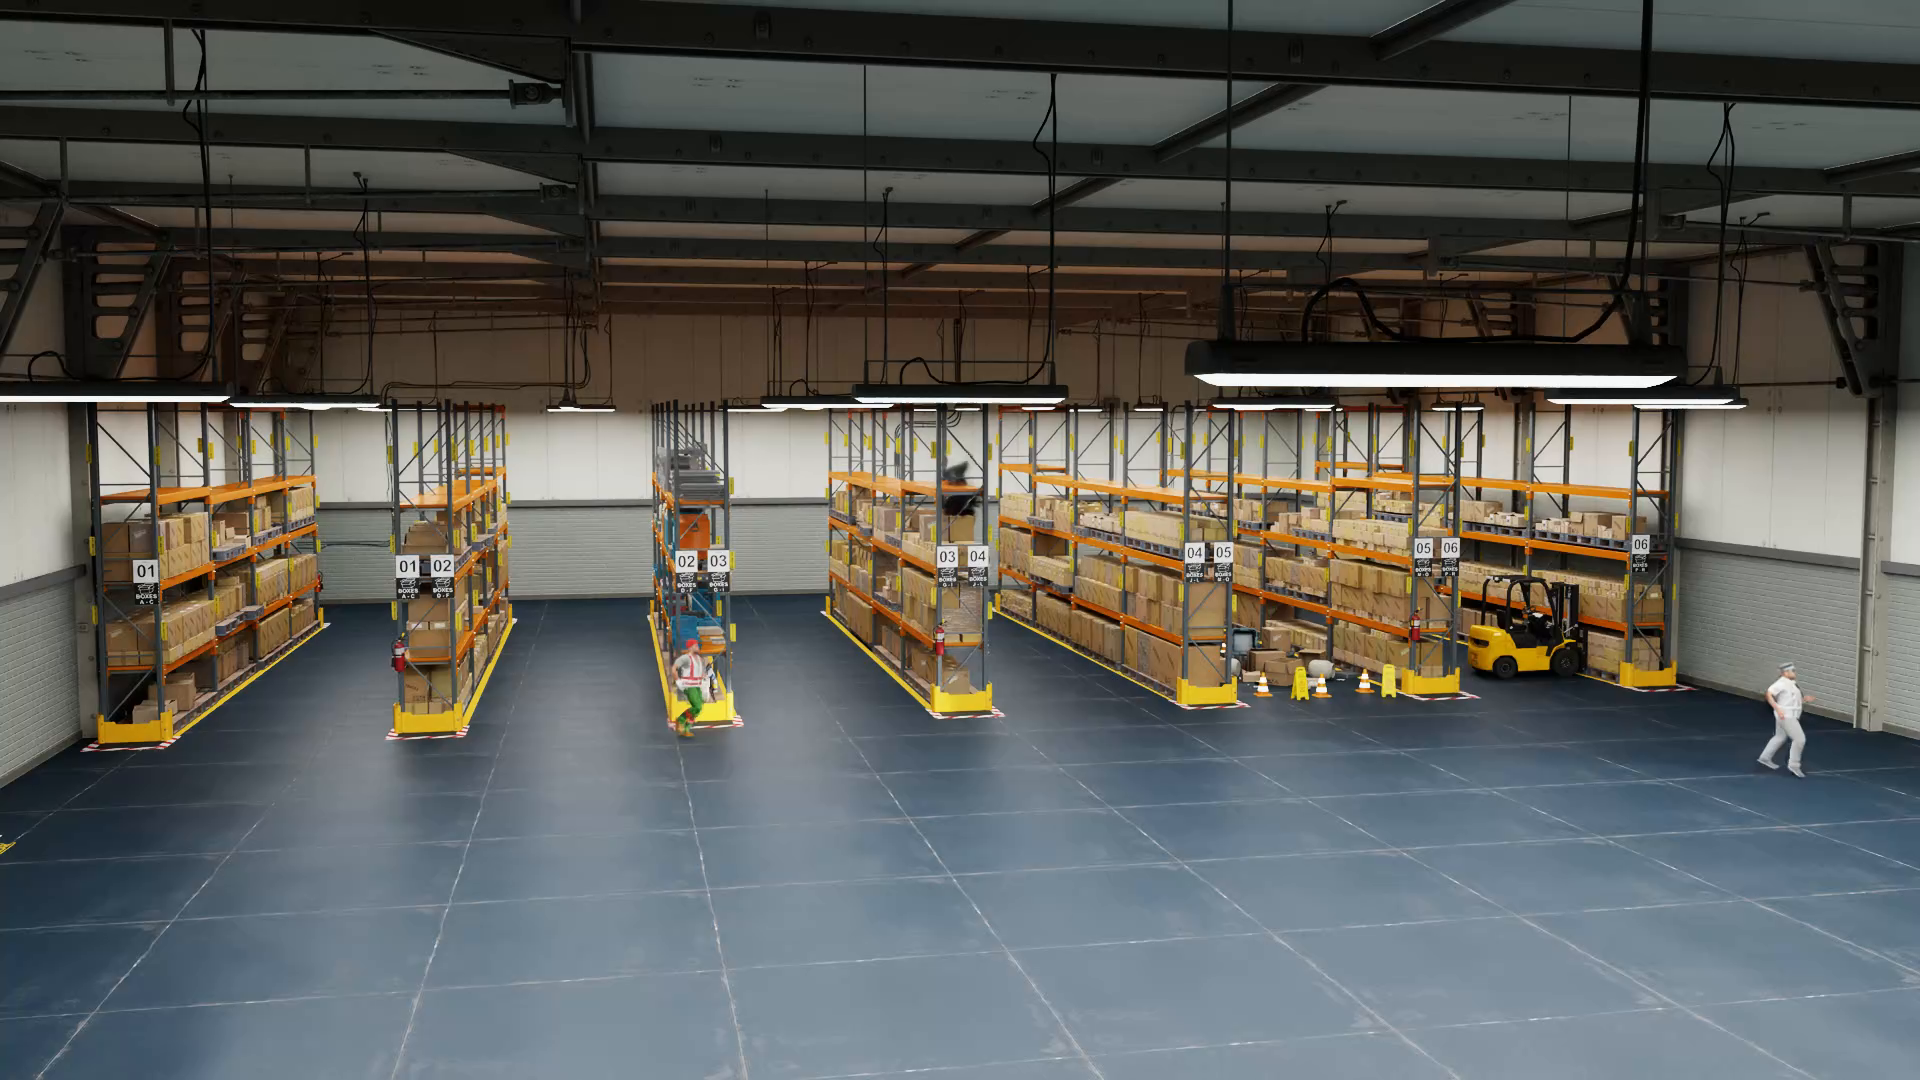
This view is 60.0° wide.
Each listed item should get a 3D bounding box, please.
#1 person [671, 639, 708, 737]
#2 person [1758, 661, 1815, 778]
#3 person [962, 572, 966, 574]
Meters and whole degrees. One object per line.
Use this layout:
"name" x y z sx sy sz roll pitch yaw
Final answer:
"person" -4.751 2.626 29.642 0.527 1.720 0.711 2 5 22
"person" 13.165 2.851 26.474 0.778 1.856 0.638 3 5 31
"person" -0.137 1.341 48.077 0.603 1.543 0.475 3 5 30
